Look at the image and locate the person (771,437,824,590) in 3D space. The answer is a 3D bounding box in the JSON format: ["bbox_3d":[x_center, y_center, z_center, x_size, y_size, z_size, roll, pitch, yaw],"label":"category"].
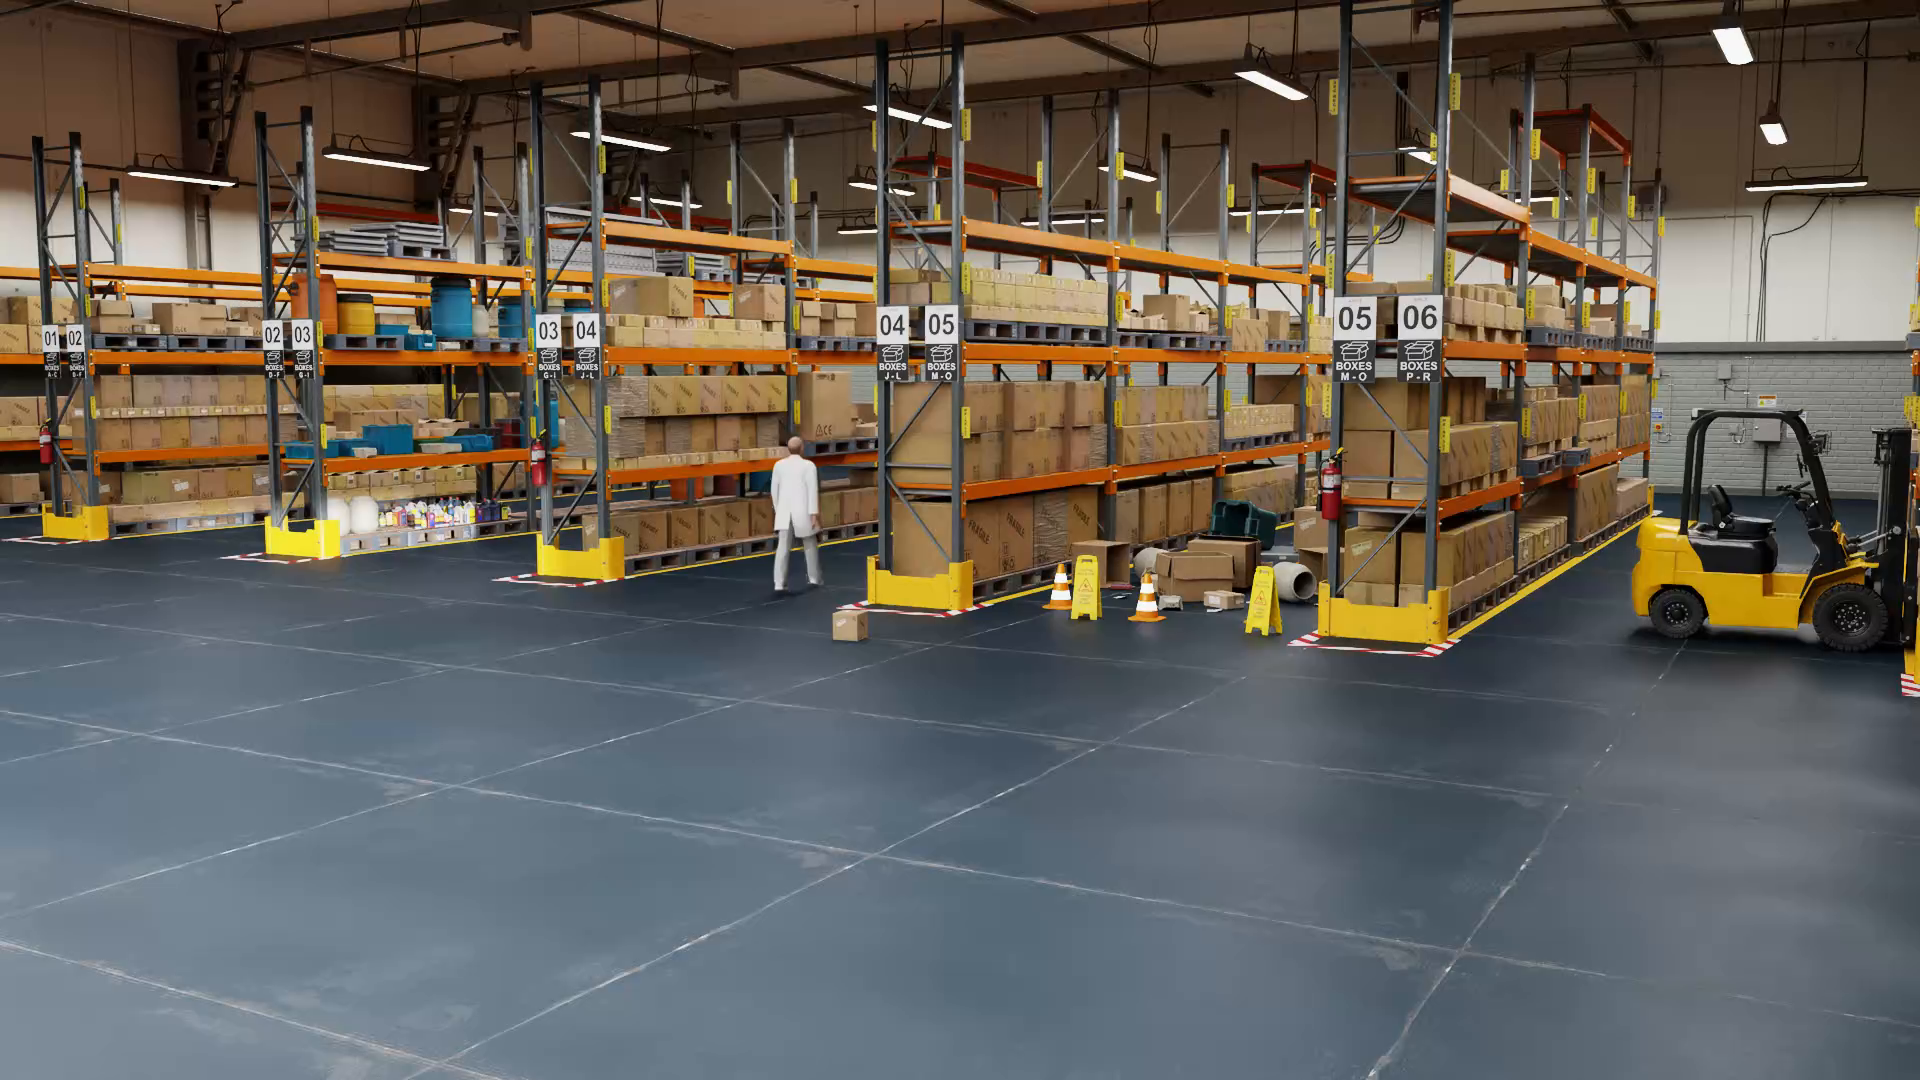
[{"bbox_3d":[-1.849,-0.310,18.990,0.638,1.743,1.048,1,6,13],"label":"person"}]
